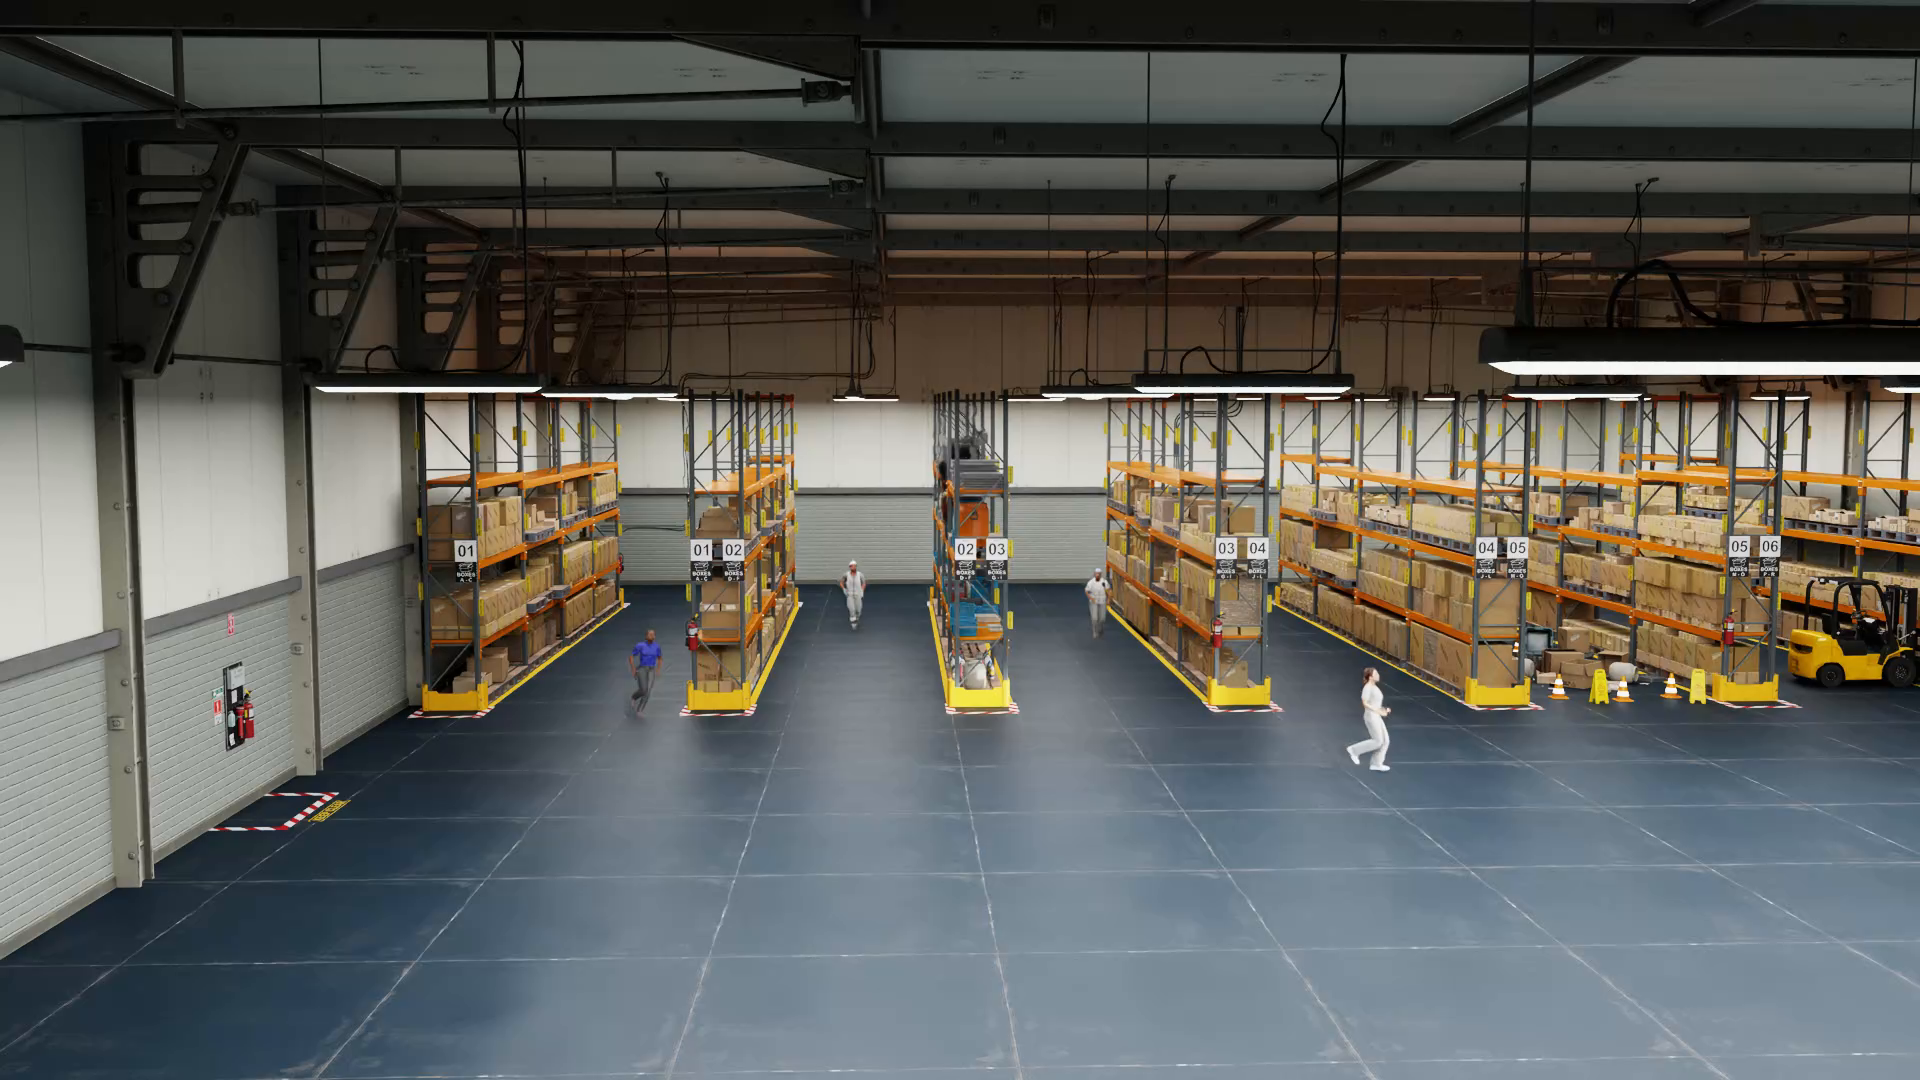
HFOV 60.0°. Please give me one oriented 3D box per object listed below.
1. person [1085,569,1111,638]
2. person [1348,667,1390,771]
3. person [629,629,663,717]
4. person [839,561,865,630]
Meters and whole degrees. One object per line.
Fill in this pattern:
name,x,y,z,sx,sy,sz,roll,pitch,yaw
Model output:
person,3.233,1.484,38.786,0.640,1.641,0.534,0,5,-4
person,6.417,2.789,26.022,0.641,1.619,0.565,2,5,24
person,-5.758,2.435,30.656,0.612,1.578,0.523,-3,5,-29
person,-2.729,1.403,42.272,0.666,1.751,0.596,-1,5,-8
